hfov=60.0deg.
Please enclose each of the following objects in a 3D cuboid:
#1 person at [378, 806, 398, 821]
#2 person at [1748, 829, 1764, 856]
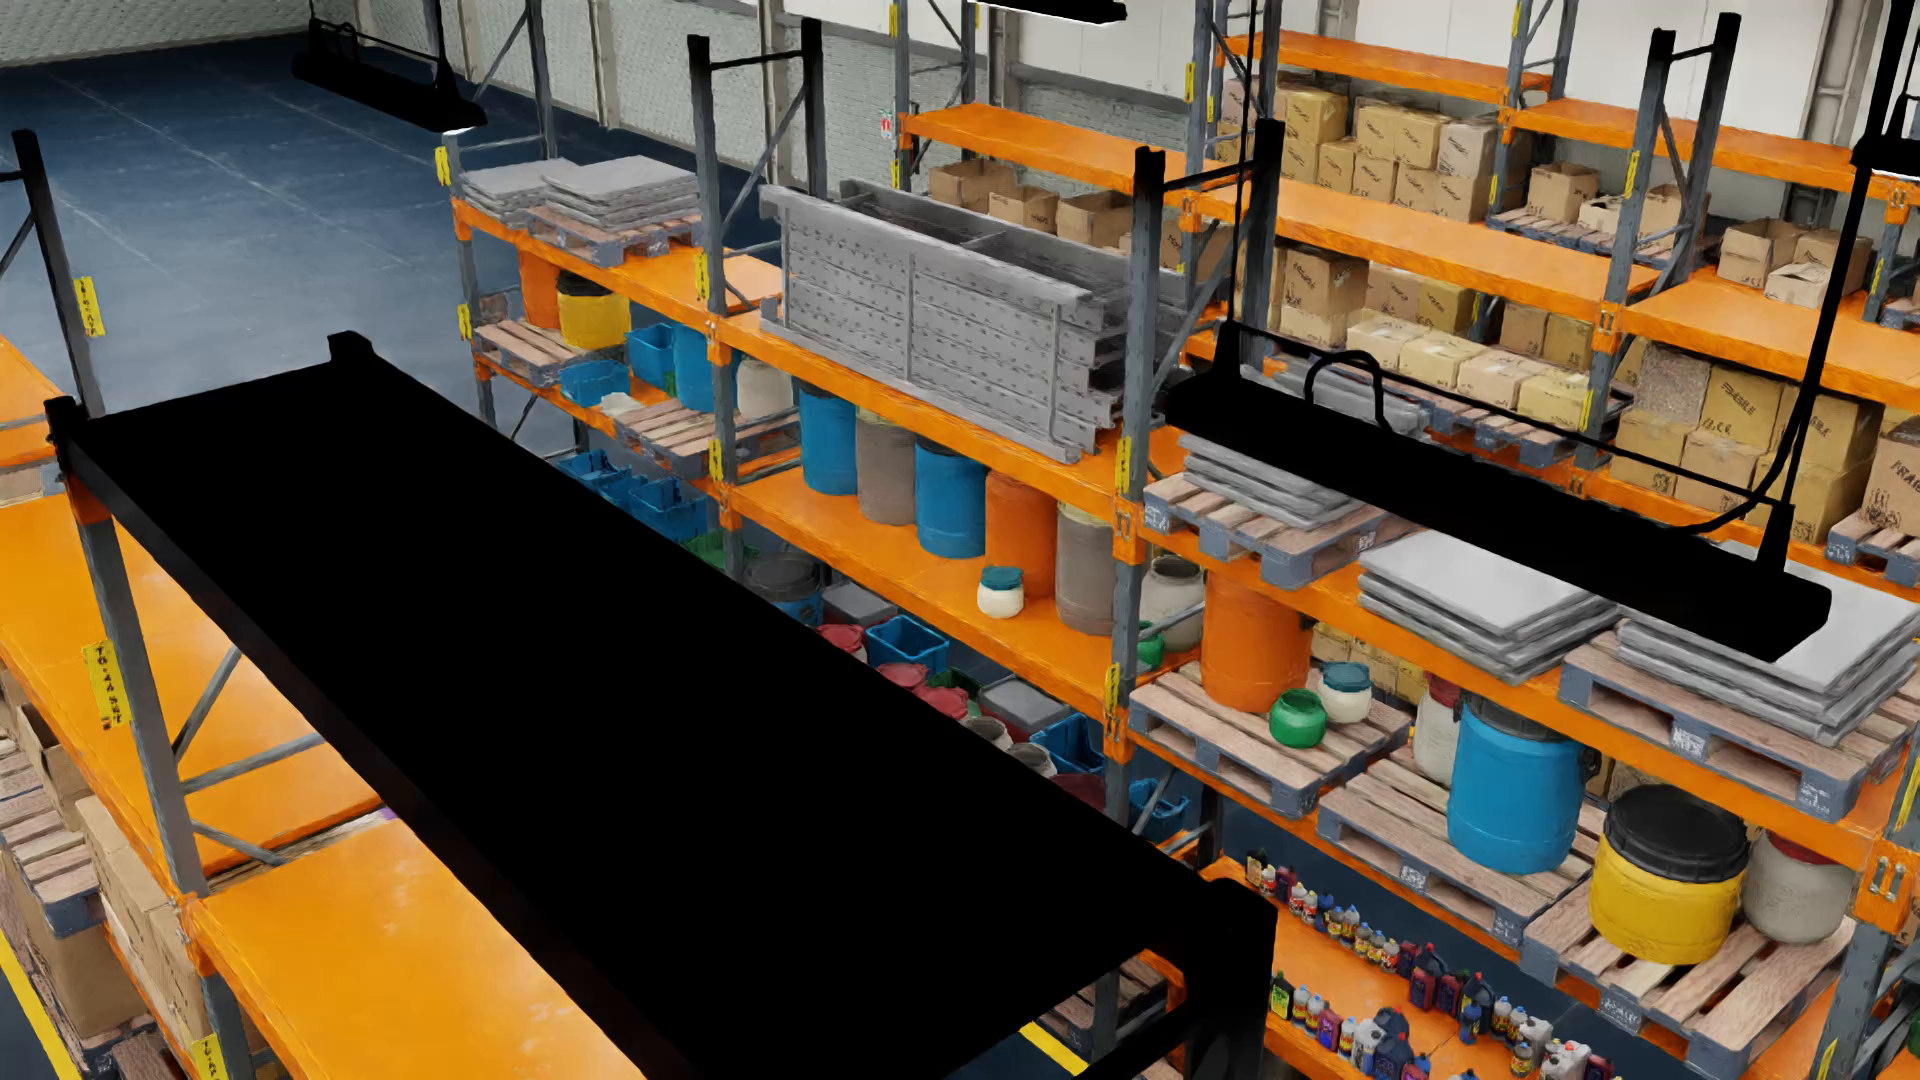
[{"bbox_3d":[-3.958,2.277,11.383,0.418,1.512,1.033,-19,33,-33],"label":"person"},{"bbox_3d":[5.420,2.389,11.107,0.598,1.619,0.507,-23,35,-37],"label":"person"}]
